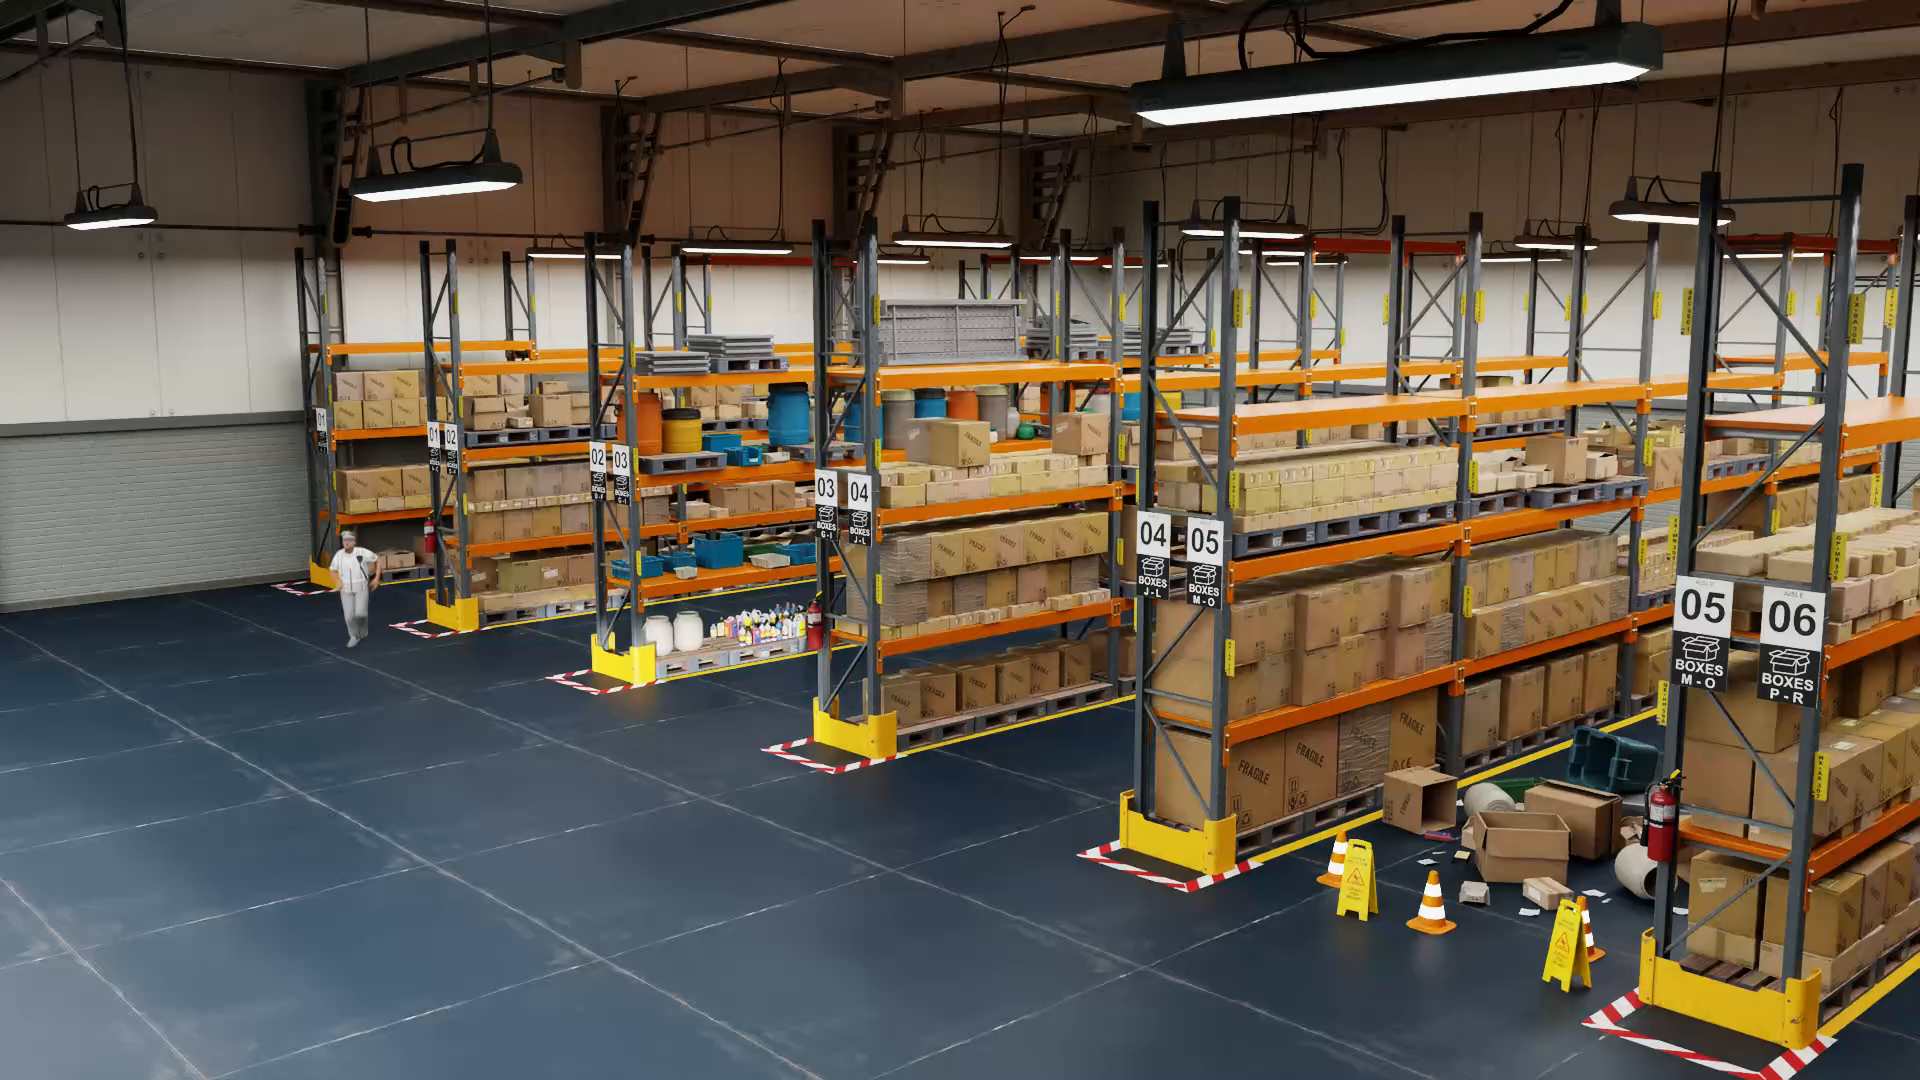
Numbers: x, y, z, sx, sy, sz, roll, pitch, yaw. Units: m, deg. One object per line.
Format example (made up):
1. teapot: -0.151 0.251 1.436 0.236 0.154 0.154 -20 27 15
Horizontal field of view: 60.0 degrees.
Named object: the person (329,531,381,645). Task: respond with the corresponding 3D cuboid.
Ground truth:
1. person: -8.926 0.718 24.523 0.699 1.739 0.680 -1 8 -8
